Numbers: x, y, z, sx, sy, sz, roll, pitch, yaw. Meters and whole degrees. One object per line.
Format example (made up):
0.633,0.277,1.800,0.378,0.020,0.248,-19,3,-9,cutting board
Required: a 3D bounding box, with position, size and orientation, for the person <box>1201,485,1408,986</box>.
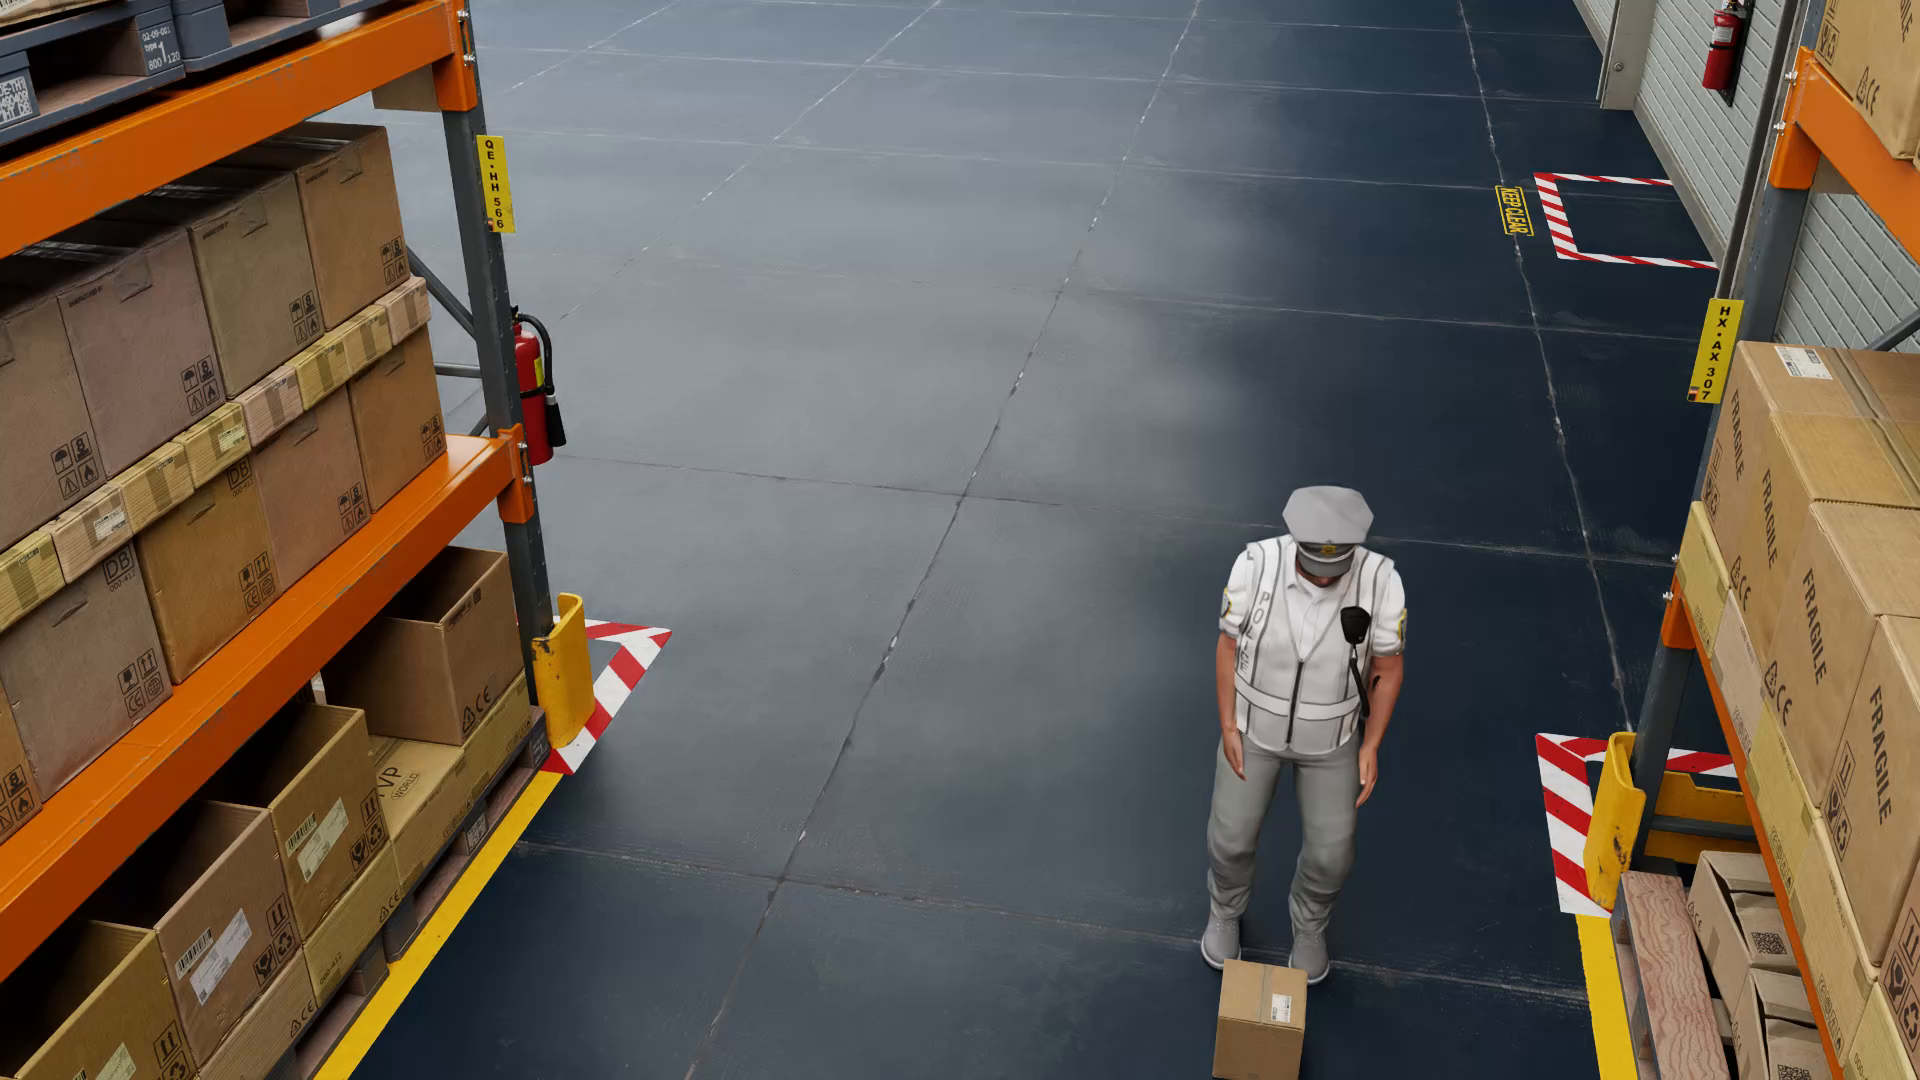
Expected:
1.042,0.591,5.092,0.554,1.710,0.475,7,29,12,person
